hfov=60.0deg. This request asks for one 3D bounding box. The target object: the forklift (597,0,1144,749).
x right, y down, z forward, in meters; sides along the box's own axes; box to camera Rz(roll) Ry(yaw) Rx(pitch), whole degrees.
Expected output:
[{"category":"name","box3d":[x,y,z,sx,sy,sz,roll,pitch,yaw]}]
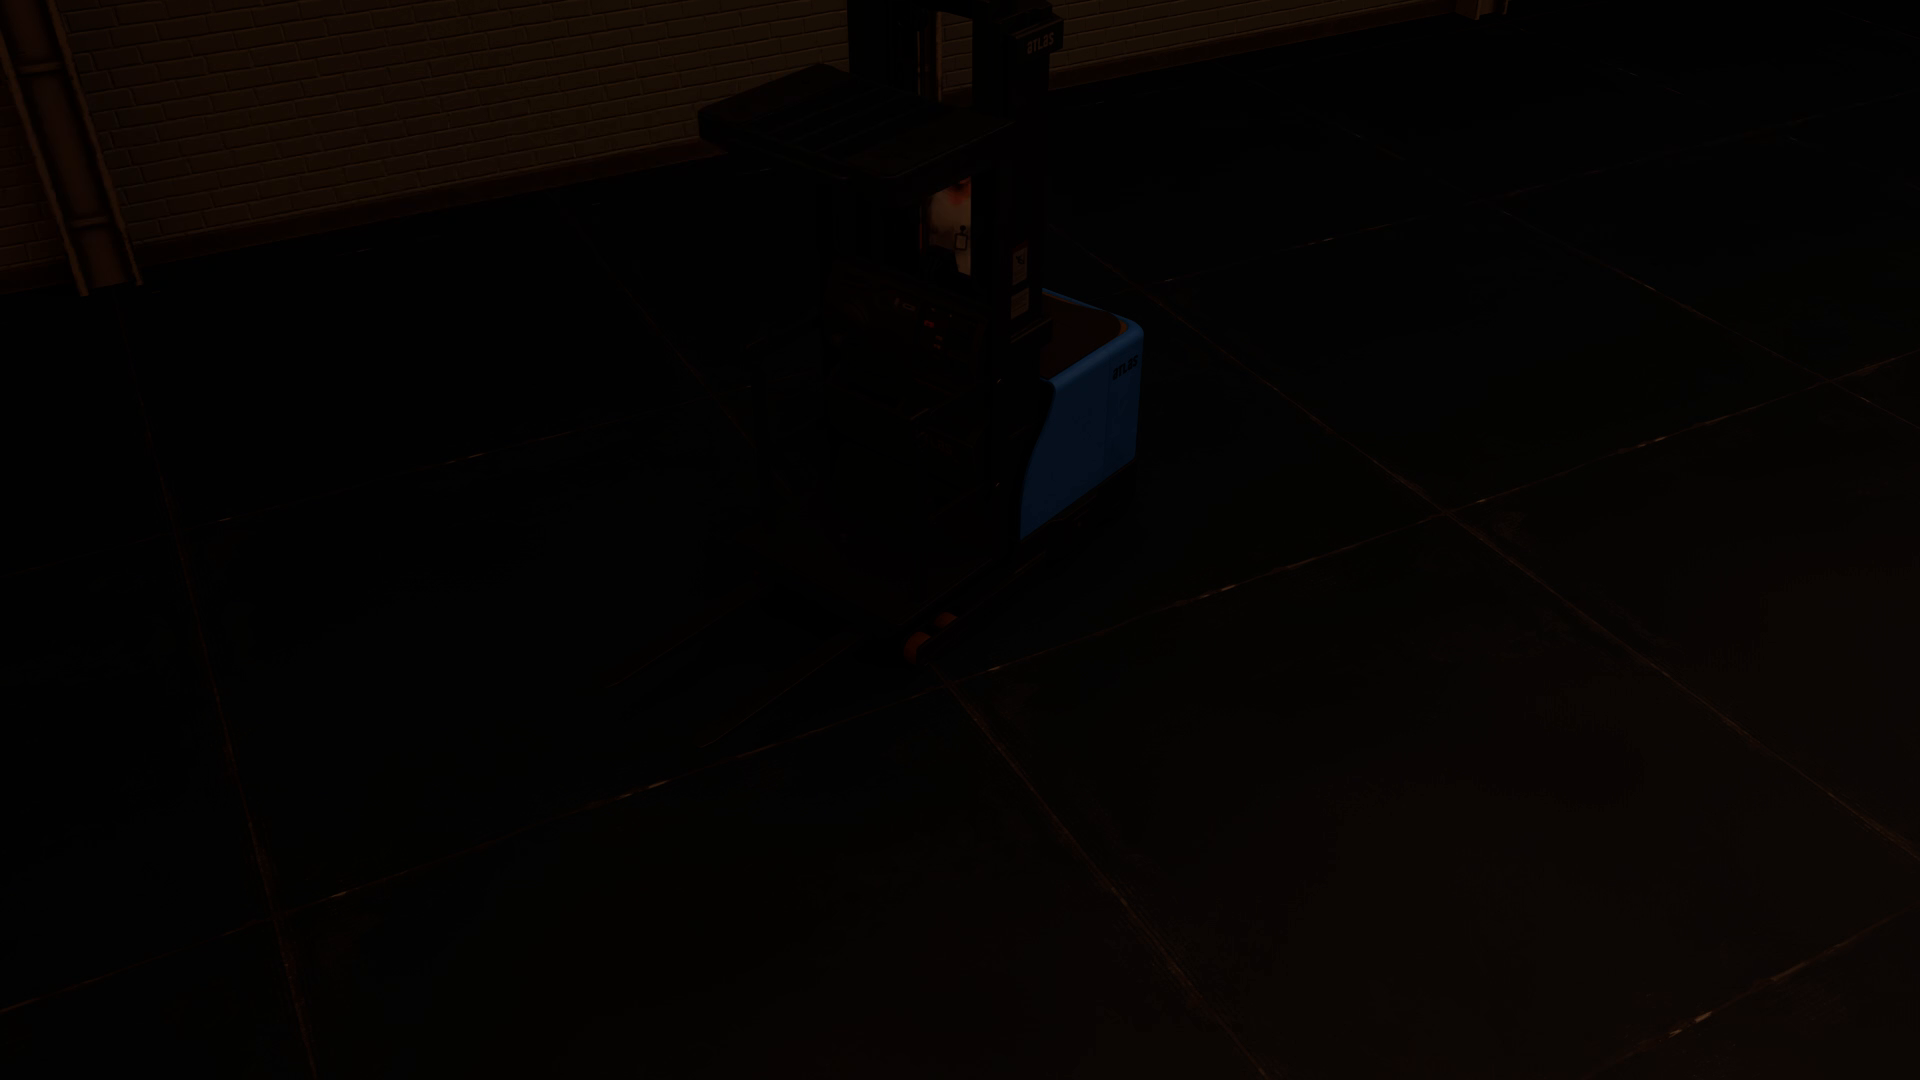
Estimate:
[{"category":"forklift","box3d":[-0.390,-0.927,7.434,1.130,2.935,3.031,26,43,31]}]

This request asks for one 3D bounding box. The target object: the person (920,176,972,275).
[{"category":"person","box3d":[-0.053,-1.385,9.158,0.549,1.676,0.549,9,36,13]}]
